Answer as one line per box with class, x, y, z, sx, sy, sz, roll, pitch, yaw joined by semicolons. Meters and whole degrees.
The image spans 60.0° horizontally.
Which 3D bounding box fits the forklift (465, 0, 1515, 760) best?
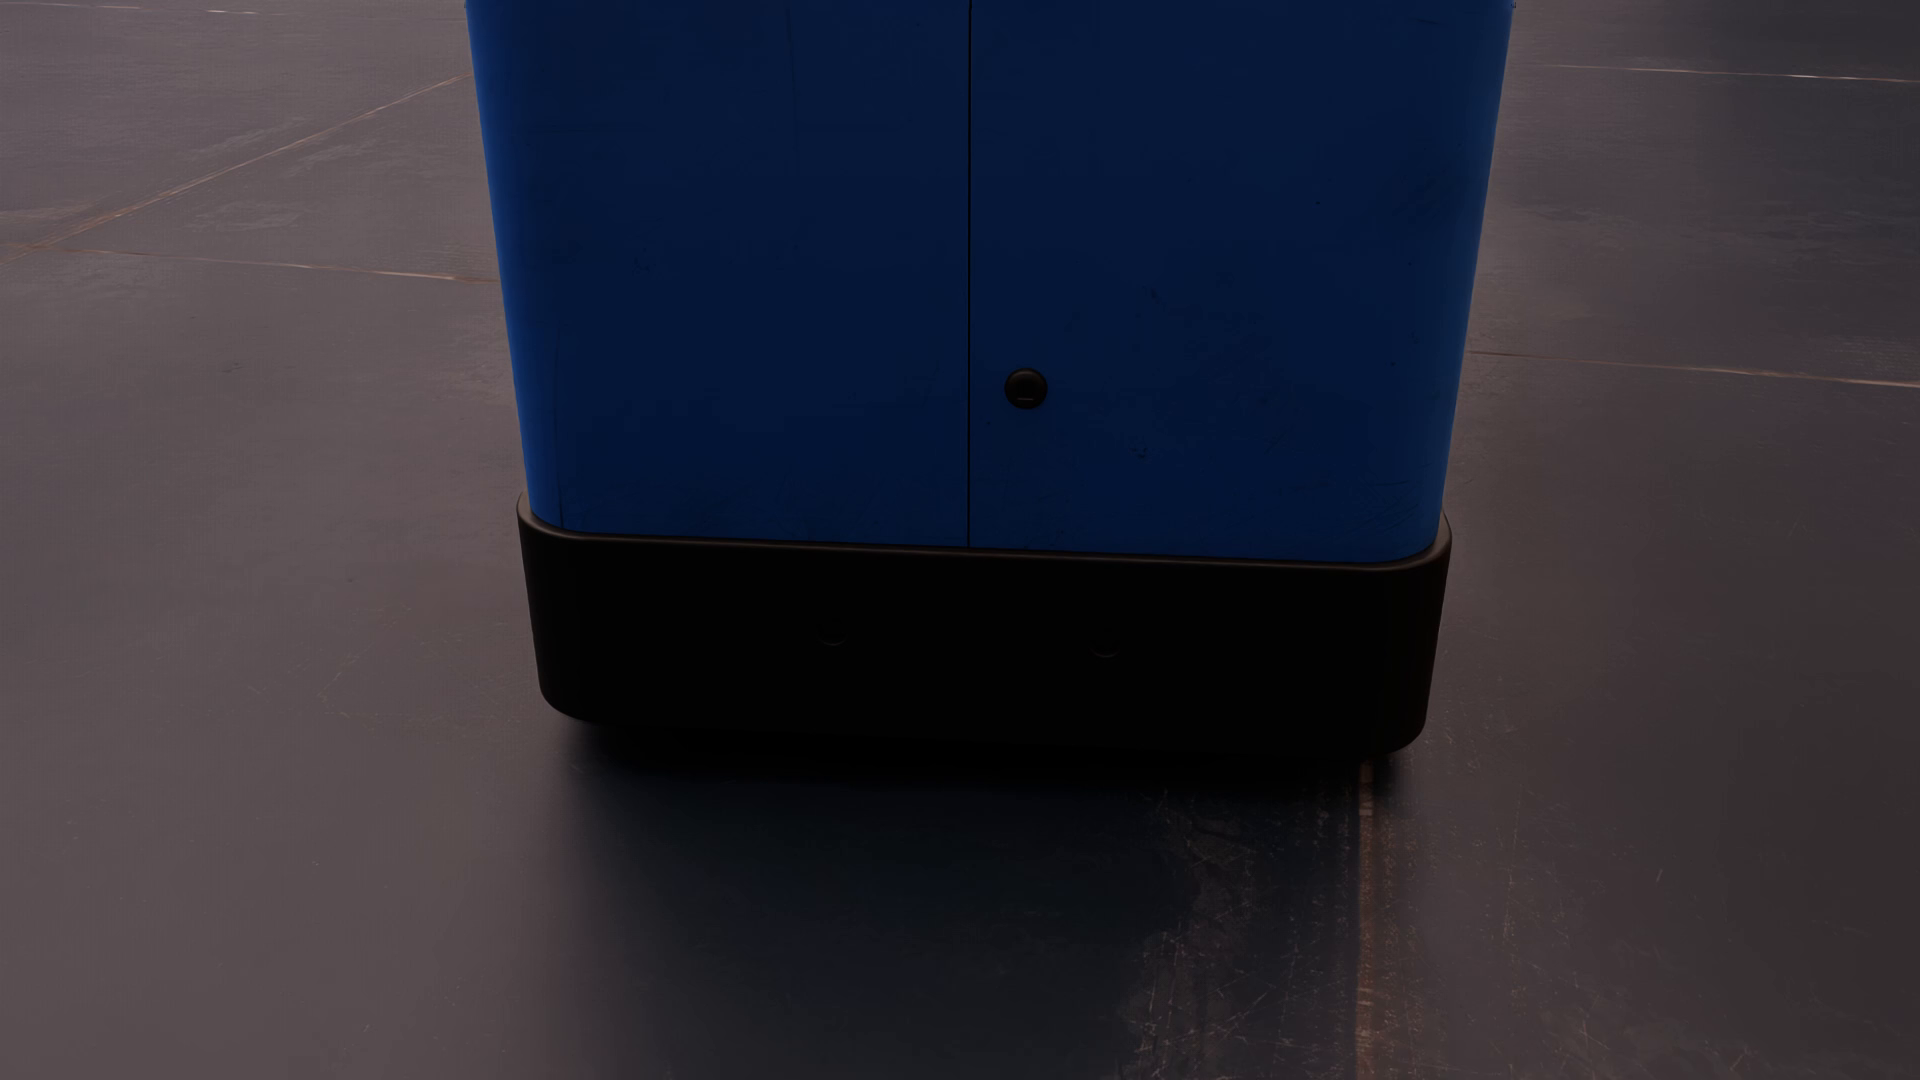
forklift;0.139;-1.695;2.605;1.130;2.935;3.031;2;27;4
